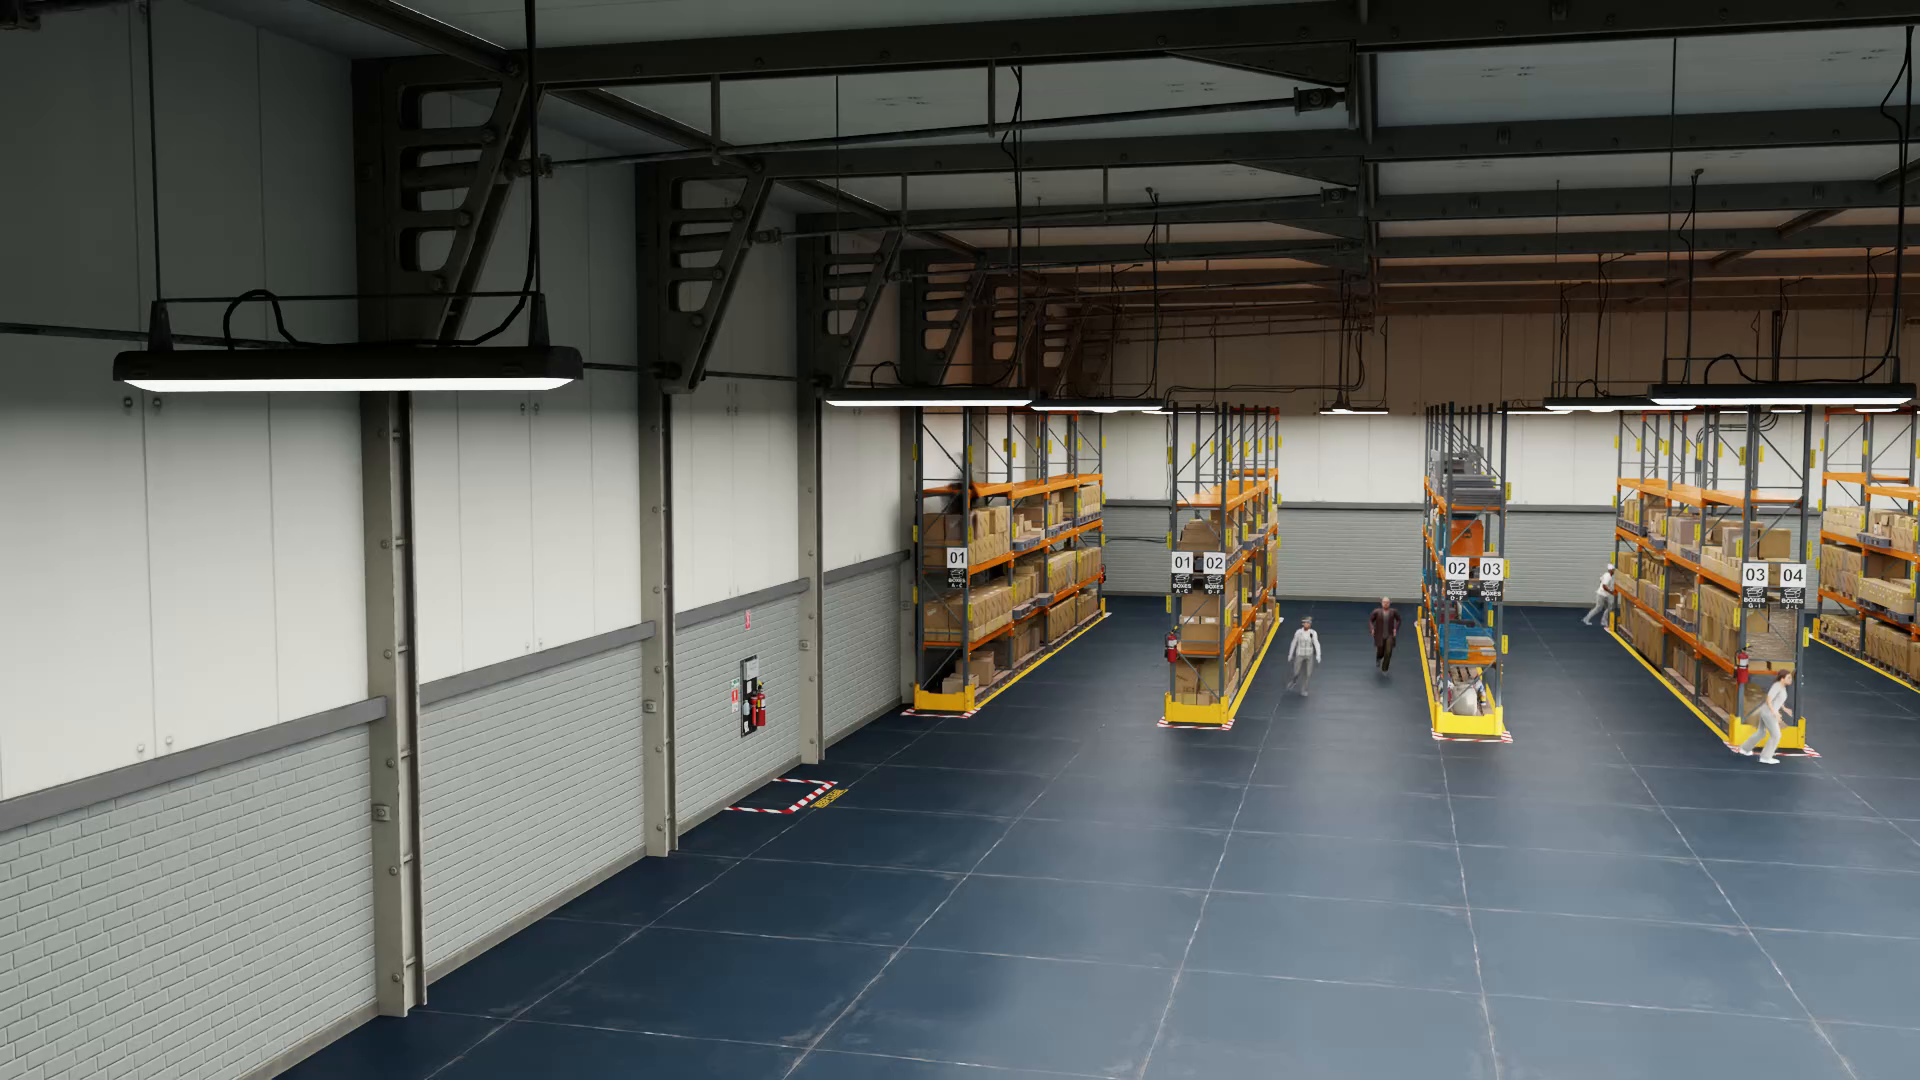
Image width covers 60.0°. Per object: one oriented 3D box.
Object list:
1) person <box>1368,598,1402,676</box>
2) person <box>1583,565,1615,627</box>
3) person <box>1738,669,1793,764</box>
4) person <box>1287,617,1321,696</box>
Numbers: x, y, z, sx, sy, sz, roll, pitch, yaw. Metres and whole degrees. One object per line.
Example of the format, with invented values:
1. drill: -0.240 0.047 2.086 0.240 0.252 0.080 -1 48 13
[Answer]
1. person: 9.476 2.138 37.076 0.727 1.734 0.721 0 4 7
2. person: 17.531 1.519 45.472 0.874 1.720 0.698 3 5 32
3. person: 13.367 2.900 27.580 0.793 1.585 0.610 2 5 30
4. person: 7.077 2.373 34.227 0.643 1.649 0.640 0 4 6
